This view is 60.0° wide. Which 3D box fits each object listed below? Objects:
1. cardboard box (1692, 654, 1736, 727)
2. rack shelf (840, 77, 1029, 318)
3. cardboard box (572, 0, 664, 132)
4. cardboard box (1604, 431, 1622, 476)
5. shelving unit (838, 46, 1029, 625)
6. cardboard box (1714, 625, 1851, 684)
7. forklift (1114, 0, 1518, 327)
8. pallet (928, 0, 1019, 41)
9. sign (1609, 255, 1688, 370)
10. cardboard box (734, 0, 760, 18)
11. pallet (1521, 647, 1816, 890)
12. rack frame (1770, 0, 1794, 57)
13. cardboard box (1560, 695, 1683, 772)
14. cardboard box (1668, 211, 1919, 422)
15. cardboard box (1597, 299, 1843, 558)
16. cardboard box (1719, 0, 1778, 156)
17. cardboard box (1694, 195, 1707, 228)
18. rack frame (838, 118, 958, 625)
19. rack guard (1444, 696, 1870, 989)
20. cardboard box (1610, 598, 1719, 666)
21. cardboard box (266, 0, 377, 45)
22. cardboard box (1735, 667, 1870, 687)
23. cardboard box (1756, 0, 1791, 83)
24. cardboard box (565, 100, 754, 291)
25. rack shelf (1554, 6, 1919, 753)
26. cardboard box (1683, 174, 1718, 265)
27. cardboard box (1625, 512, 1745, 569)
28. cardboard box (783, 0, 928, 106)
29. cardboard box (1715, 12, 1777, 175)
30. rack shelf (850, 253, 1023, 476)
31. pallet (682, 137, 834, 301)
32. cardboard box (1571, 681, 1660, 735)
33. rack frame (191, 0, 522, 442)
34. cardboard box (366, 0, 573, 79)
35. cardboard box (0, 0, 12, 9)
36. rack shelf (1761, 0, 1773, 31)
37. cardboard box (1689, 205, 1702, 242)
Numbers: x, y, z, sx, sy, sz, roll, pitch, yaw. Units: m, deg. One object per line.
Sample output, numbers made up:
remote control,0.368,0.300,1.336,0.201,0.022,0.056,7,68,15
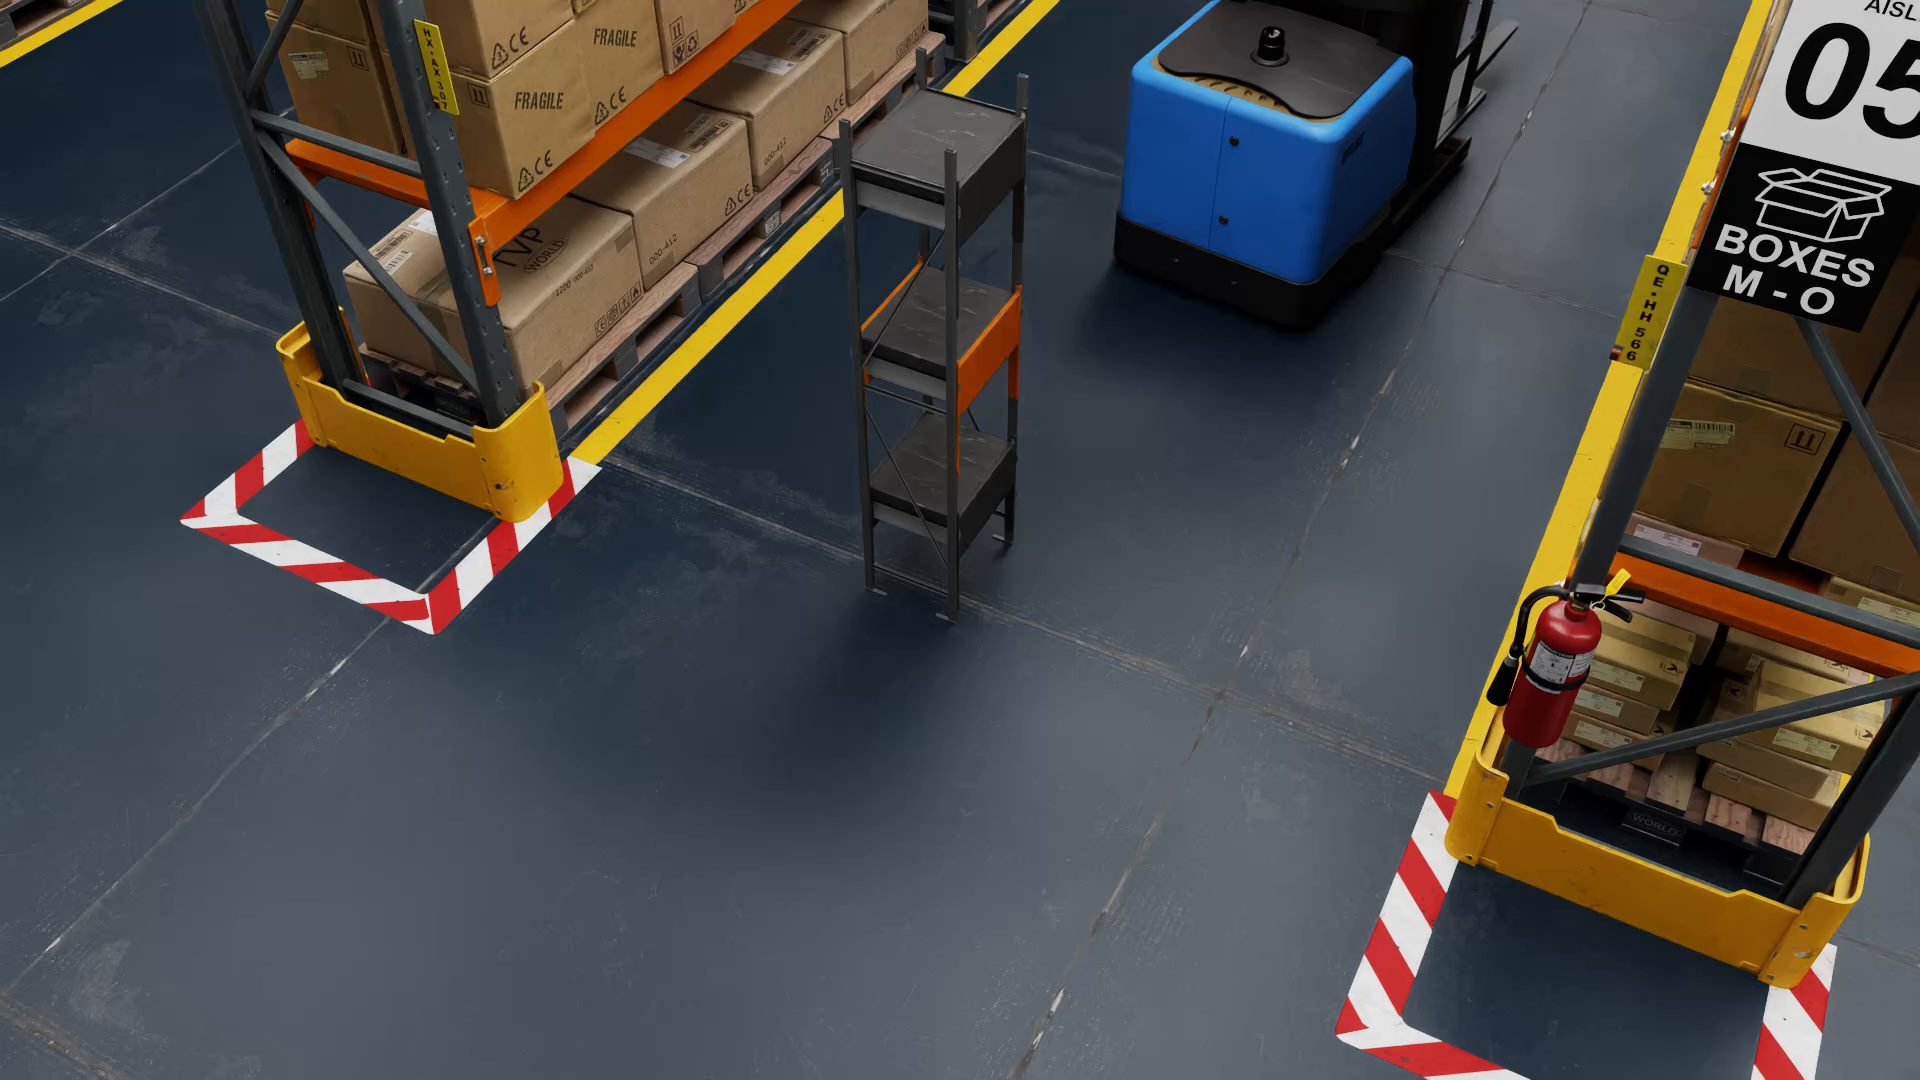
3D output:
cardboard box,2.779,0.586,5.771,0.380,0.149,0.250,20,49,19
rack shelf,-0.077,-1.116,5.412,0.431,0.518,0.480,20,49,19
cardboard box,-1.541,-1.994,6.541,0.500,0.500,0.500,20,49,19
cardboard box,2.652,-0.298,6.227,0.380,0.149,0.250,22,49,20
shelving unit,-0.077,-0.634,5.900,0.431,2.100,0.503,20,49,19
cardboard box,2.769,0.362,5.574,0.380,0.149,0.250,21,49,20
forklift,1.991,-3.023,7.677,1.130,2.935,3.031,26,51,24
pallet,-0.080,-3.474,10.035,1.003,0.211,1.213,20,49,19
sign,1.721,-0.566,4.165,0.100,0.325,0.005,20,49,19
cardboard box,-1.071,-2.629,7.169,0.500,0.500,0.500,22,49,20
pallet,2.647,0.580,6.029,1.003,0.211,1.213,20,49,19
rack frame,2.203,-1.961,2.361,1.000,3.000,0.127,20,49,19
cardboard box,2.263,0.602,5.756,0.380,0.149,0.250,21,49,20
cardboard box,2.195,-0.714,4.364,0.500,0.500,0.500,20,49,18
cardboard box,2.184,-0.360,4.718,0.500,0.500,0.500,21,49,20
cardboard box,3.118,-1.664,6.006,0.500,0.500,0.500,19,48,18
cardboard box,3.608,-1.500,7.623,0.380,0.149,0.250,23,50,21
rack frame,-0.190,-0.480,5.748,0.400,2.100,0.015,20,49,19
rack guard,2.239,0.978,5.432,1.175,0.500,0.348,20,49,19
cardboard box,2.392,0.236,5.698,0.380,0.149,0.250,21,49,20
cardboard box,-2.215,-2.192,6.034,0.500,0.500,0.500,22,49,20
cardboard box,2.851,0.498,5.649,0.380,0.149,0.250,20,49,19
cardboard box,2.180,-1.228,3.851,0.500,0.250,0.500,19,48,18
cardboard box,-1.593,-1.698,7.826,0.875,0.438,0.875,22,49,20
rack shelf,3.132,-0.860,5.996,1.077,0.370,4.000,20,49,19
cardboard box,2.655,-1.006,5.355,0.500,0.500,0.500,21,49,19
cardboard box,2.104,-0.063,4.880,0.380,0.149,0.250,21,49,19
cardboard box,-0.758,-2.830,8.944,0.875,0.438,0.875,20,49,19
cardboard box,2.664,-1.364,5.006,0.500,0.500,0.500,23,50,21
rack shelf,-0.077,-0.624,5.910,0.431,0.518,0.480,20,49,19
pallet,-1.359,-1.738,8.319,1.003,0.211,1.213,20,49,19
cardboard box,2.196,0.471,5.676,0.380,0.149,0.250,19,48,18
rack frame,-2.228,-1.423,6.048,1.000,3.000,0.127,20,49,19
cardboard box,-1.753,-2.018,5.862,0.500,0.500,0.500,19,48,18
cardboard box,-5.827,-3.208,9.274,0.700,0.500,0.500,22,49,21
rack shelf,4.989,-3.379,8.487,1.077,0.370,4.000,20,49,19
cardboard box,3.607,-1.395,7.728,0.380,0.149,0.250,18,48,17
